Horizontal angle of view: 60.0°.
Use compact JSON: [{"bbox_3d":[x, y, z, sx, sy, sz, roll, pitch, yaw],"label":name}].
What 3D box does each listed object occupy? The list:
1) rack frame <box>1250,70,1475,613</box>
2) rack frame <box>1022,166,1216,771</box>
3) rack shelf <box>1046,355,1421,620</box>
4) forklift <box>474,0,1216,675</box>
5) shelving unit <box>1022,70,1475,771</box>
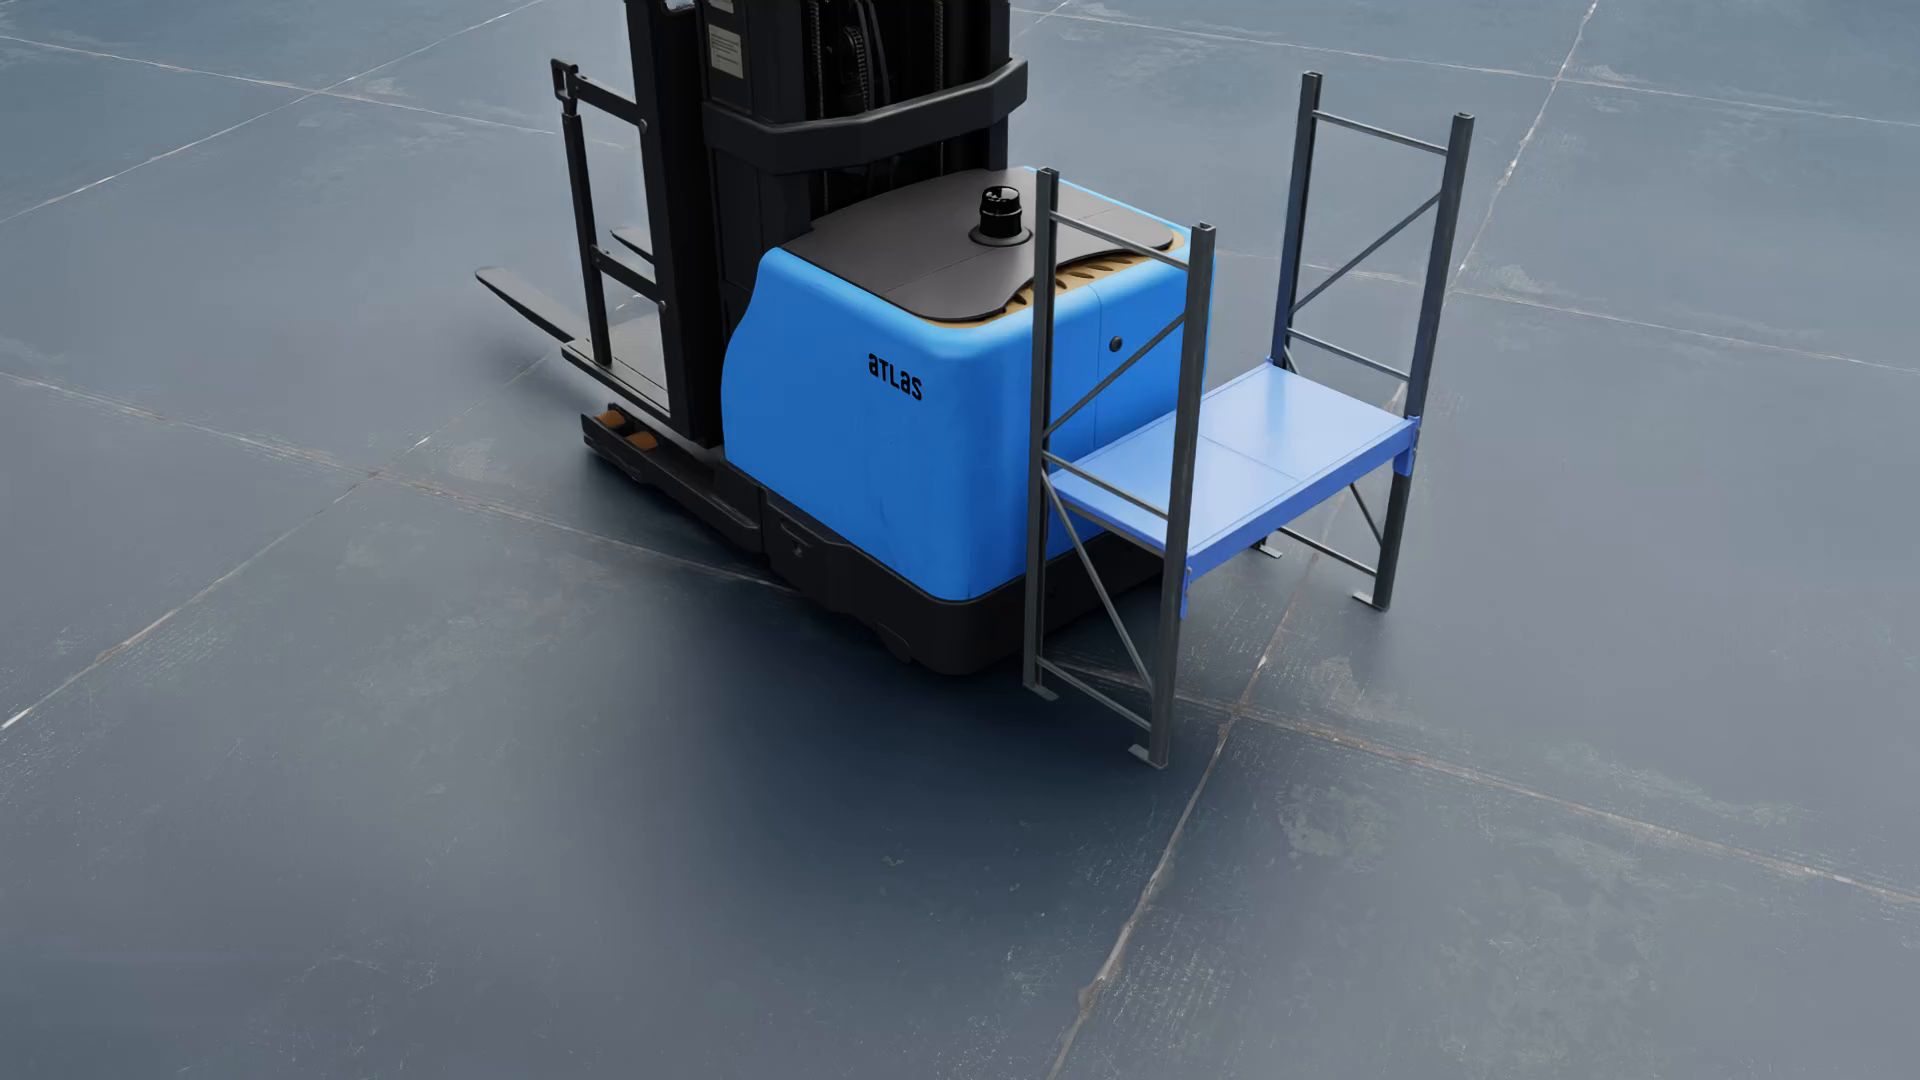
[{"bbox_3d":[1.091,-0.516,4.669,0.032,1.500,0.500,-28,42,-35],"label":"rack frame"},{"bbox_3d":[0.359,-0.129,4.079,0.032,1.500,0.500,-28,42,-35],"label":"rack frame"},{"bbox_3d":[0.725,-0.172,4.473,1.000,0.185,0.538,-28,42,-35],"label":"rack shelf"},{"bbox_3d":[-0.630,-1.583,4.991,1.130,2.935,3.031,-26,41,-34],"label":"forklift"},{"bbox_3d":[0.725,-0.323,4.374,1.048,1.500,0.538,-28,42,-35],"label":"shelving unit"}]
